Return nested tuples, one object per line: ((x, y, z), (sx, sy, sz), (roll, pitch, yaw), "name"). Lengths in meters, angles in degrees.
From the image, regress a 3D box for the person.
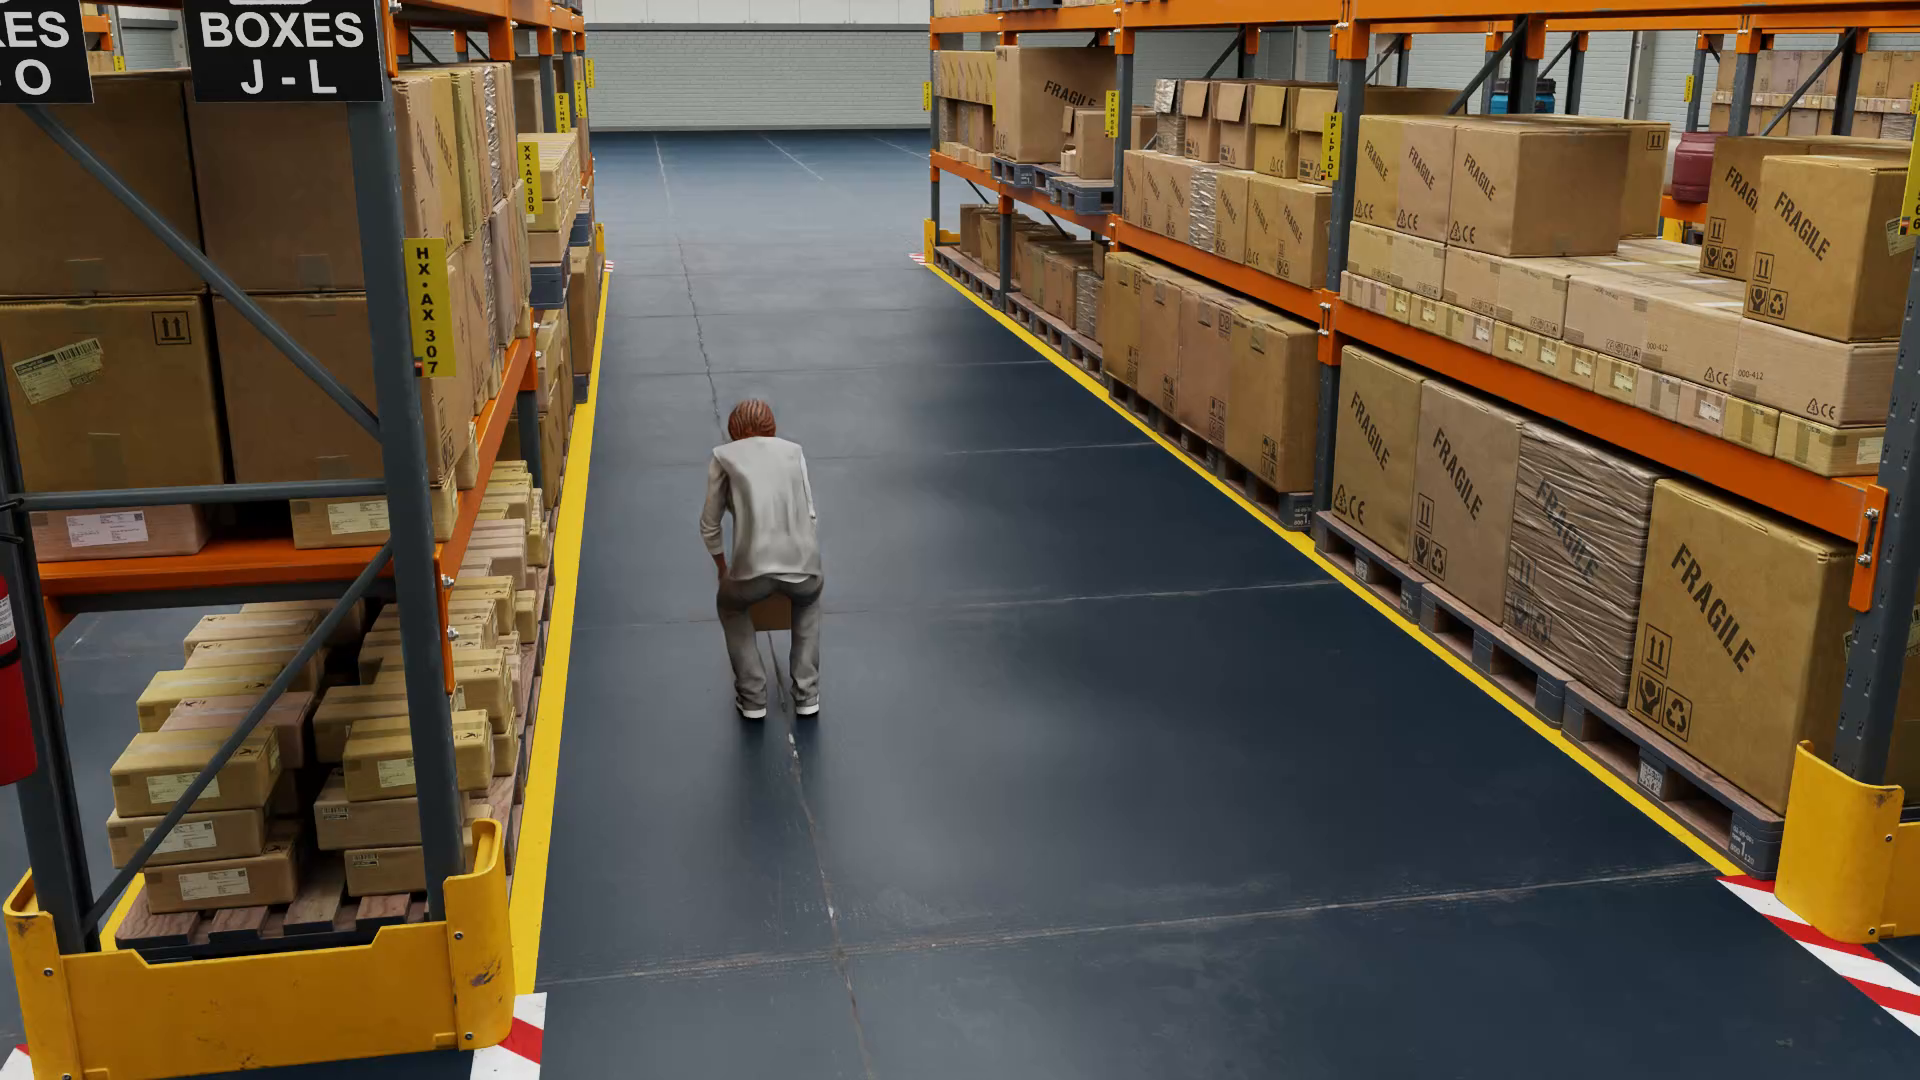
((-0.770, 0.093, 6.488), (0.465, 1.175, 0.708), (-3, 17, -10), "person")
